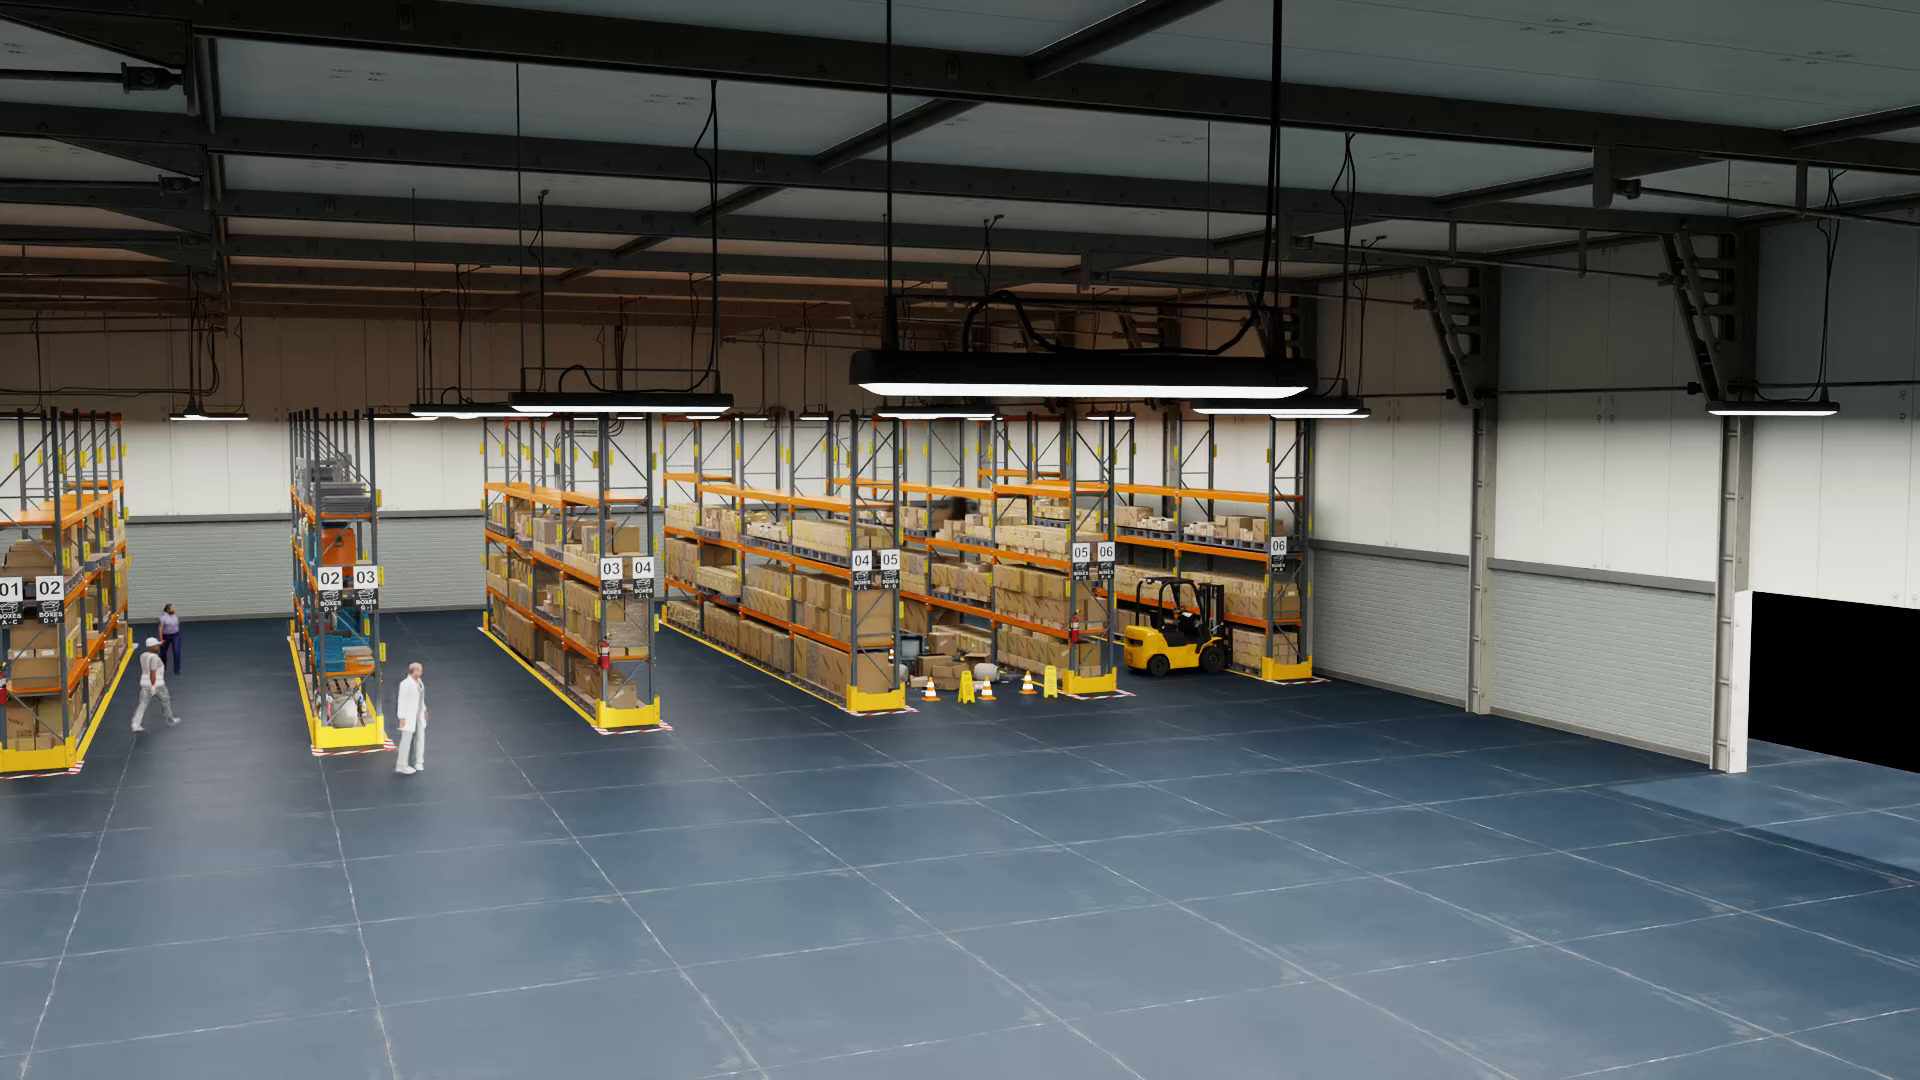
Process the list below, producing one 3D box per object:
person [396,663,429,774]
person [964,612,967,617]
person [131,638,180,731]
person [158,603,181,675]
[{"bbox_3d":[-9.020,2.913,27.388,0.388,1.789,0.648,1,4,18],"label":"person"},{"bbox_3d":[-0.008,1.424,49.369,0.355,1.690,0.534,-4,6,-44],"label":"person"},{"bbox_3d":[-15.014,2.679,30.965,0.485,1.743,1.068,1,4,11],"label":"person"},{"bbox_3d":[-18.029,2.255,37.944,0.466,1.609,0.647,-2,4,-27],"label":"person"}]
